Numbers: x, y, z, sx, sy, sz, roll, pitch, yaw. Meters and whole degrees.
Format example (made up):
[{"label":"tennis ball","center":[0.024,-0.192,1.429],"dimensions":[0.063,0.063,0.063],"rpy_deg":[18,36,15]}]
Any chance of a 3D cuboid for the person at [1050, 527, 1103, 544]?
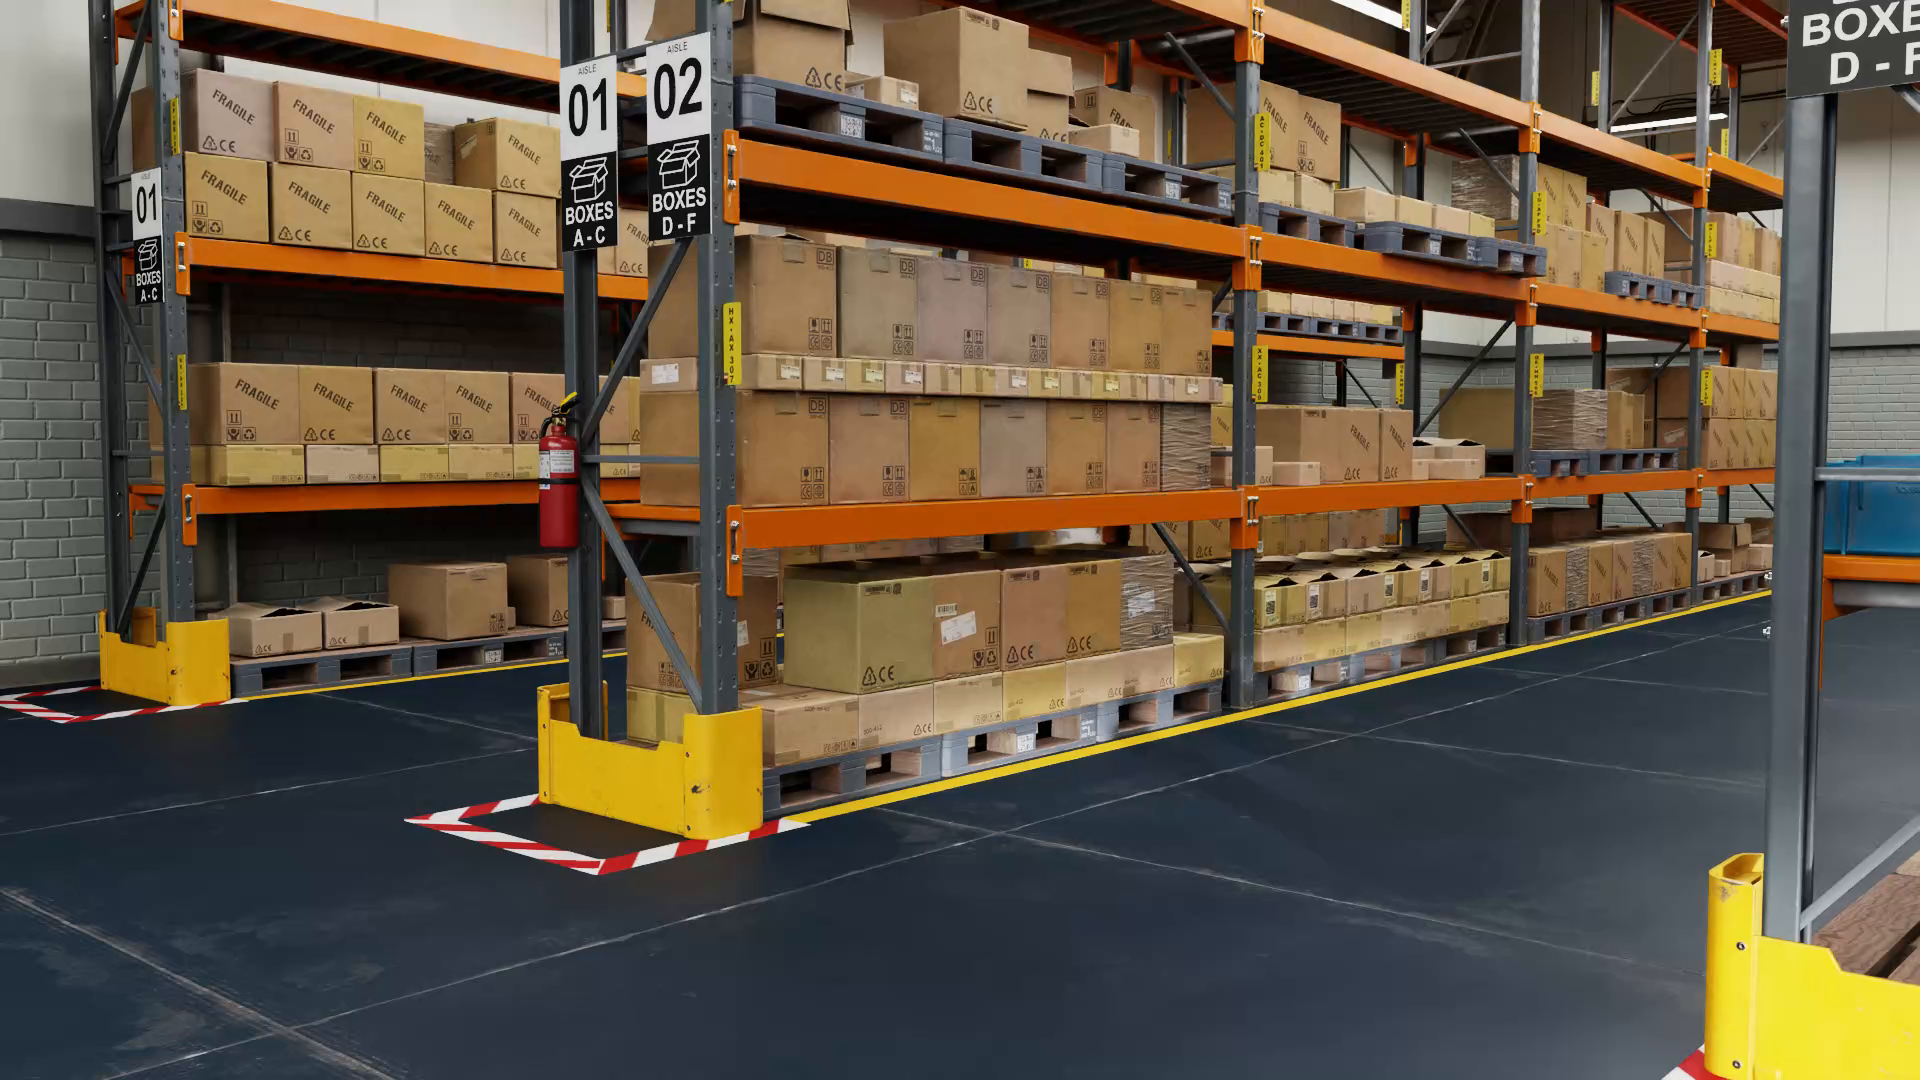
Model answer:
[{"label":"person","center":[1.010,-0.196,14.617],"dimensions":[0.590,1.760,0.724],"rpy_deg":[2,4,34]}]
